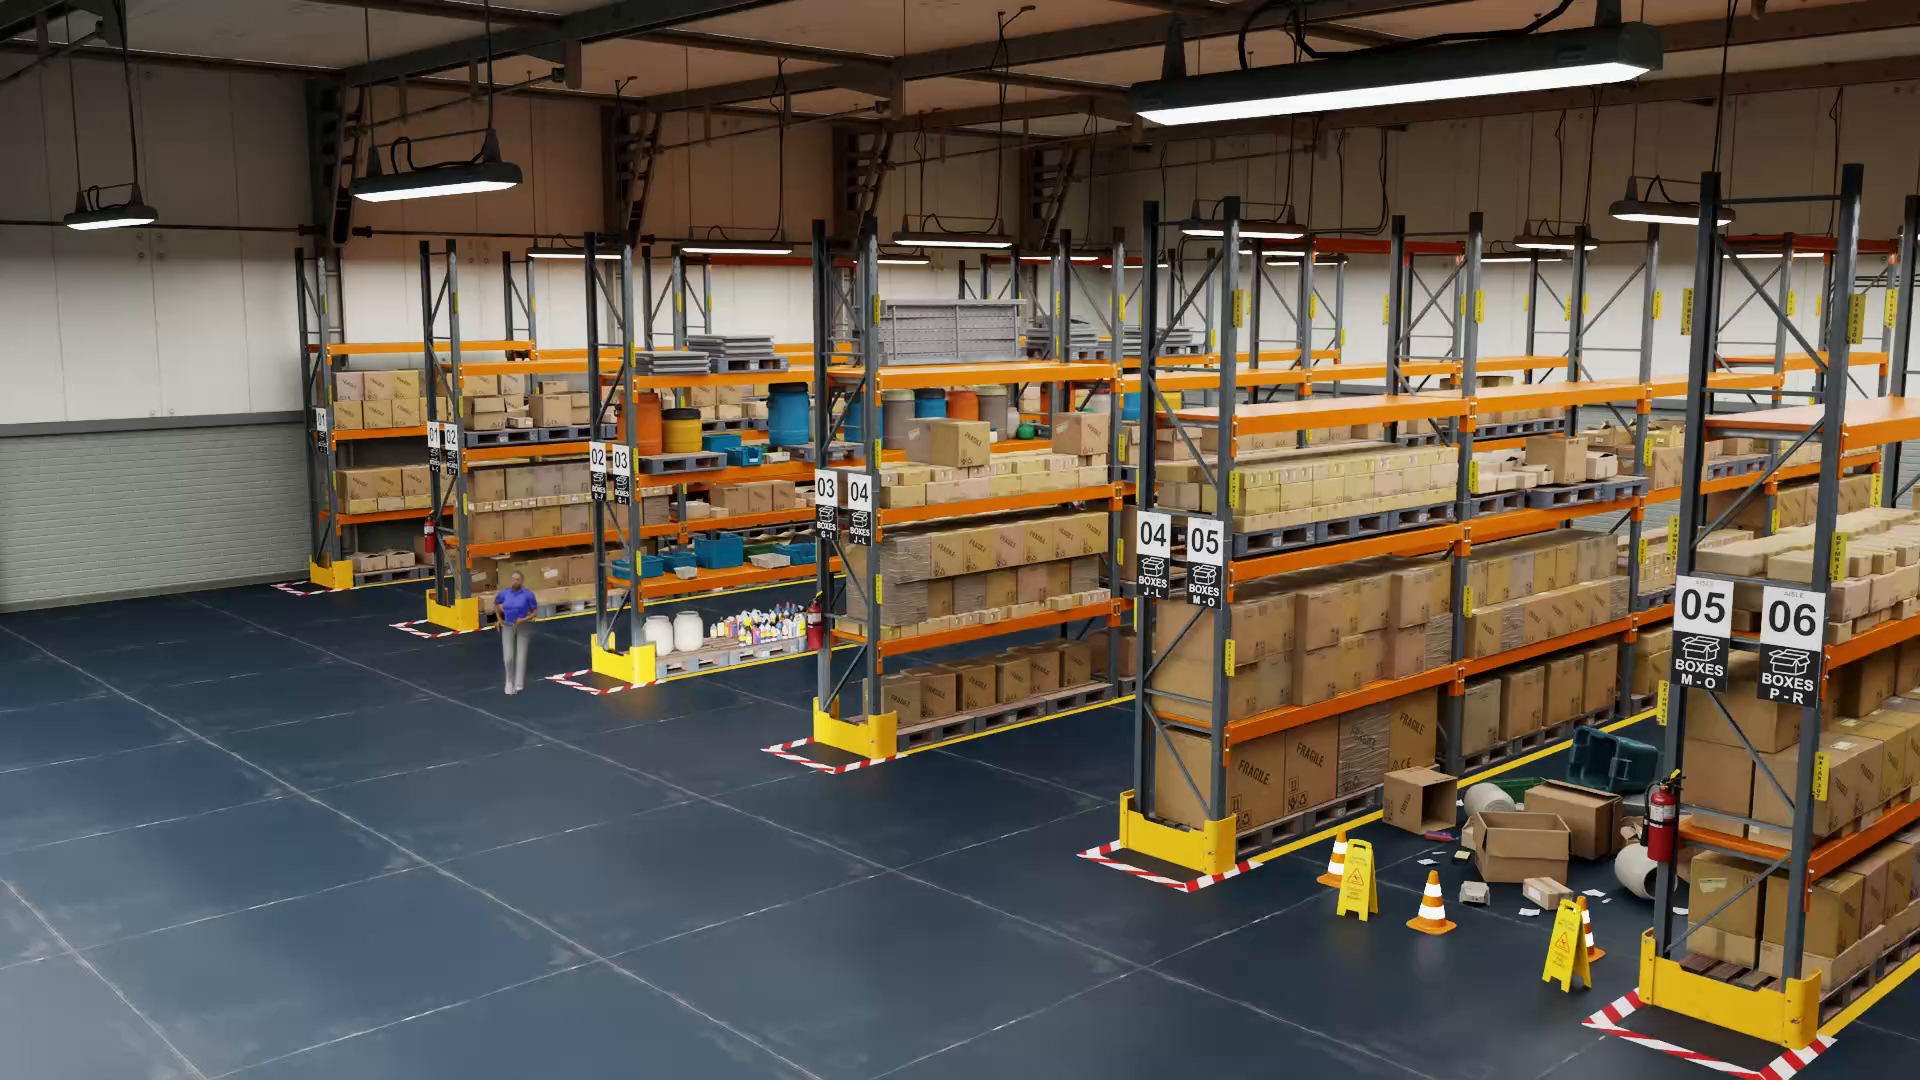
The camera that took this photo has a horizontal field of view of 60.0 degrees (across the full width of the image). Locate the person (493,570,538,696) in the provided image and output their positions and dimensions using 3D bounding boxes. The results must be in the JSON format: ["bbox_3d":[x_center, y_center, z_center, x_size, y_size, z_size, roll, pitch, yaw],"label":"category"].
[{"bbox_3d":[-5.772,1.208,21.608,0.586,1.658,0.600,-1,9,-10],"label":"person"}]
